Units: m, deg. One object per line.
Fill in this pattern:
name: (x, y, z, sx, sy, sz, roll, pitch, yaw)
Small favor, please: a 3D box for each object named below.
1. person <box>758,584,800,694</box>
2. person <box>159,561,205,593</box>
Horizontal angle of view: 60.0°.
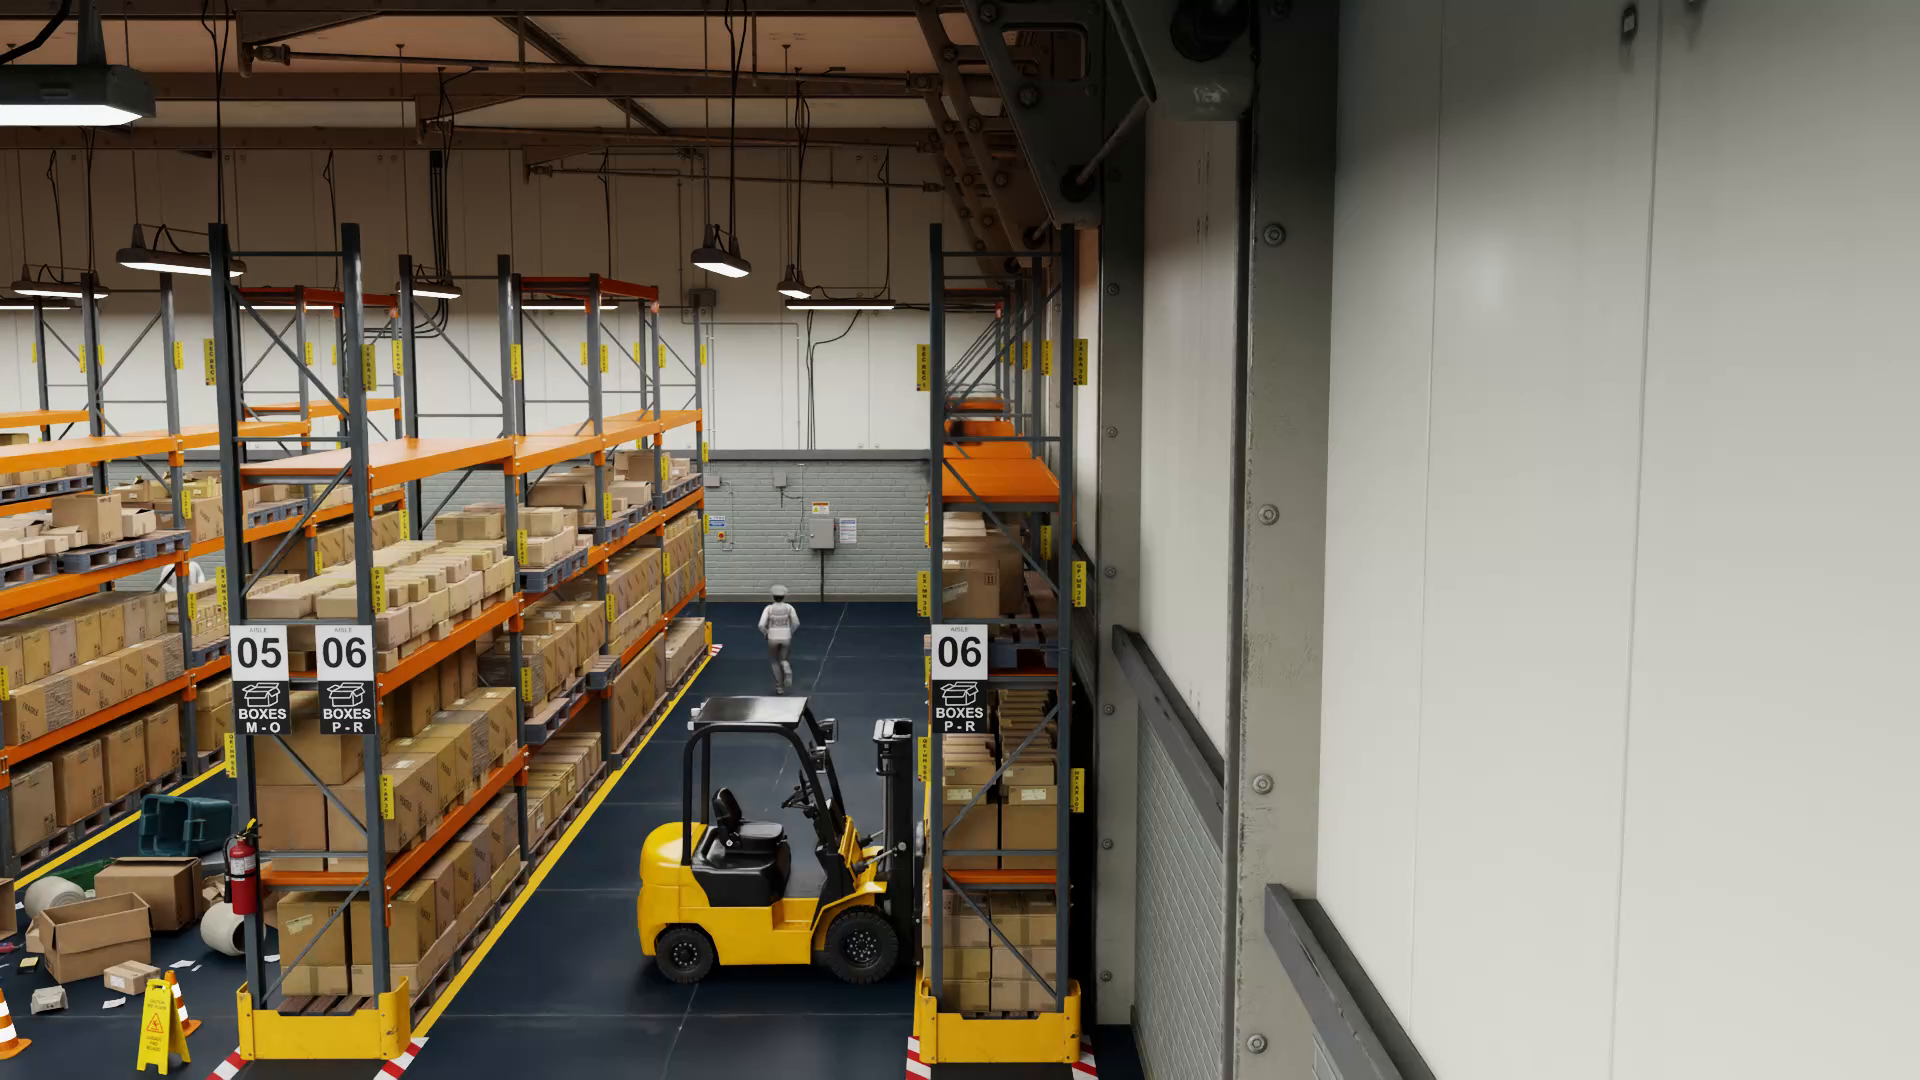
person: (-2.682, 1.480, 24.609, 0.616, 1.654, 0.652, -2, 7, -15)
person: (-13.252, 1.000, 28.521, 0.564, 1.704, 0.715, 6, 9, 41)
